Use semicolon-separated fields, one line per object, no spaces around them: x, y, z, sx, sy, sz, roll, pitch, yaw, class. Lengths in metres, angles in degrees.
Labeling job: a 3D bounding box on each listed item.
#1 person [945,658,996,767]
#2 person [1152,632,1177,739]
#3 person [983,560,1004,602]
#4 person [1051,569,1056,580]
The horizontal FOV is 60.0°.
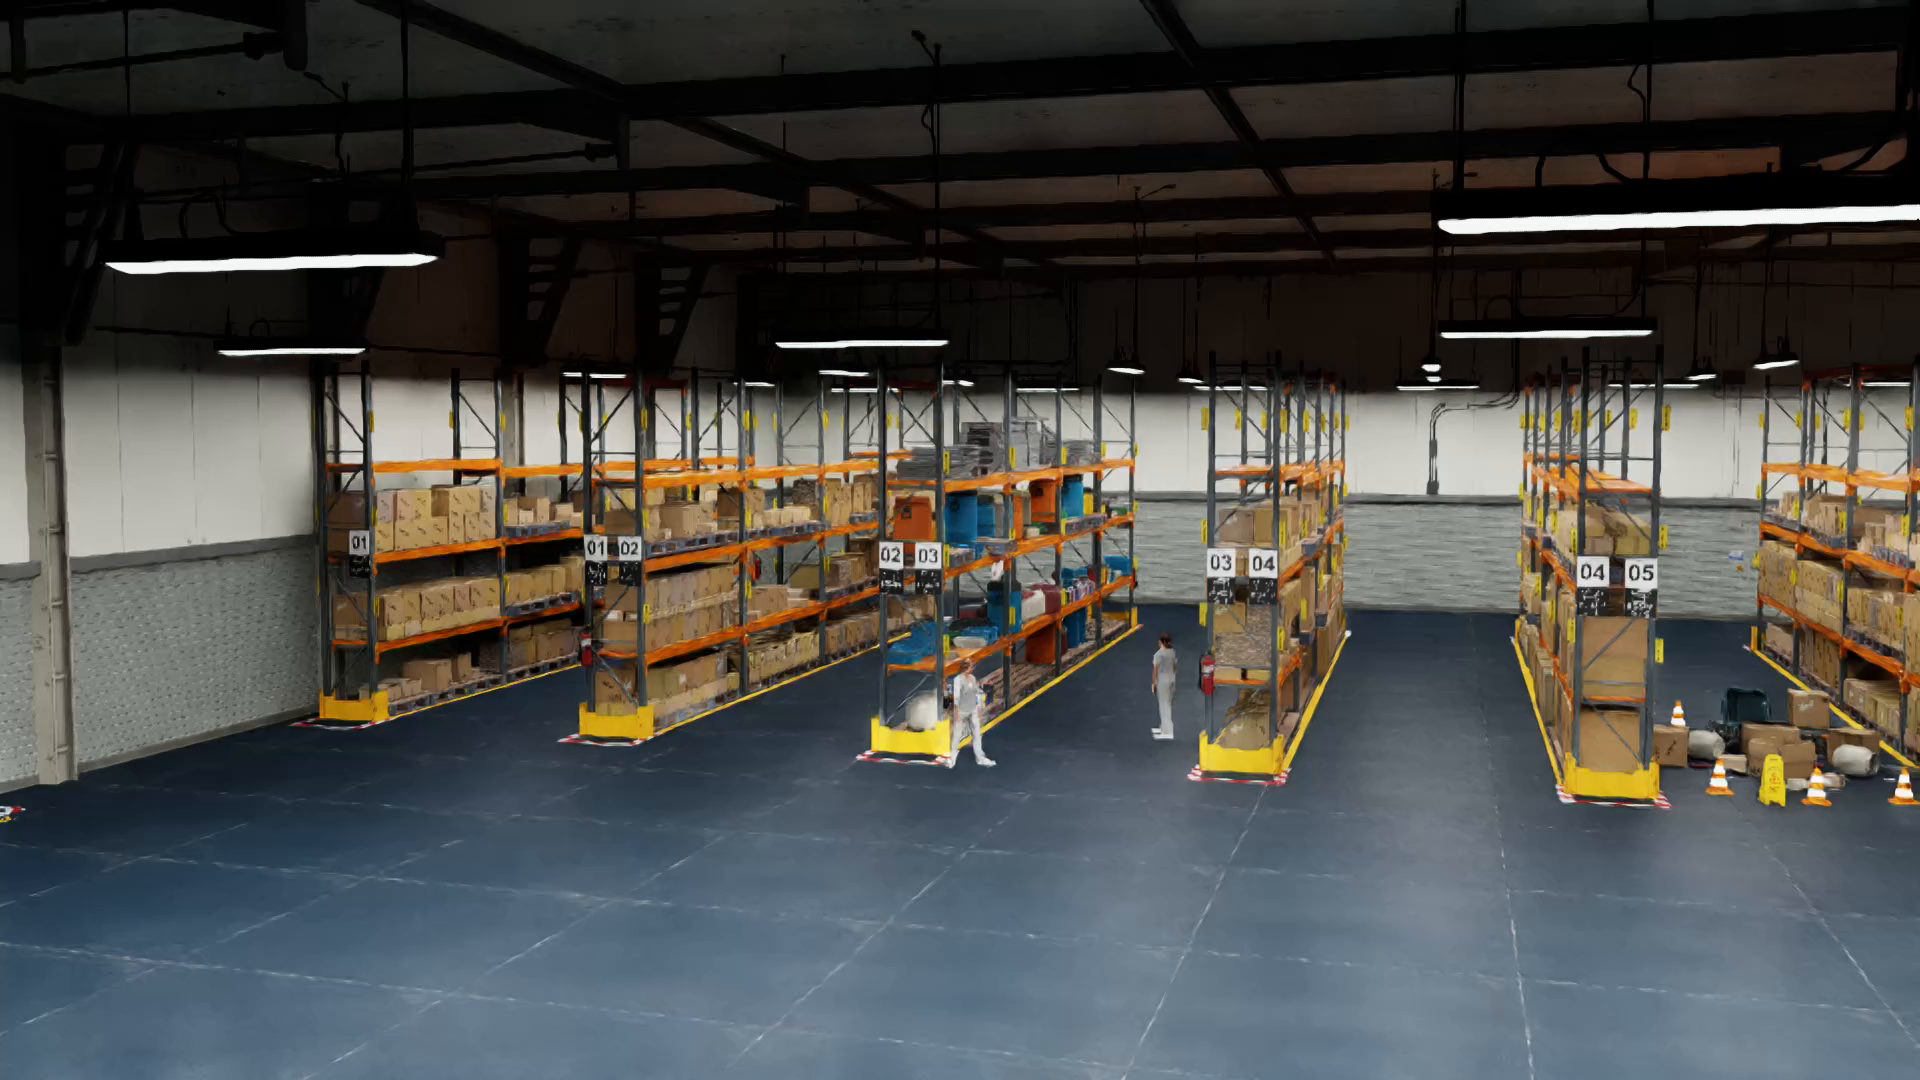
0.119;2.484;23.986;0.638;1.588;0.528;-3;5;-38;person
3.212;2.273;26.309;0.563;1.666;0.564;-4;6;-44;person
1.032;0.857;45.704;0.783;1.770;0.539;-2;5;-26;person
2.189;1.467;38.166;0.534;1.589;0.521;3;5;38;person
